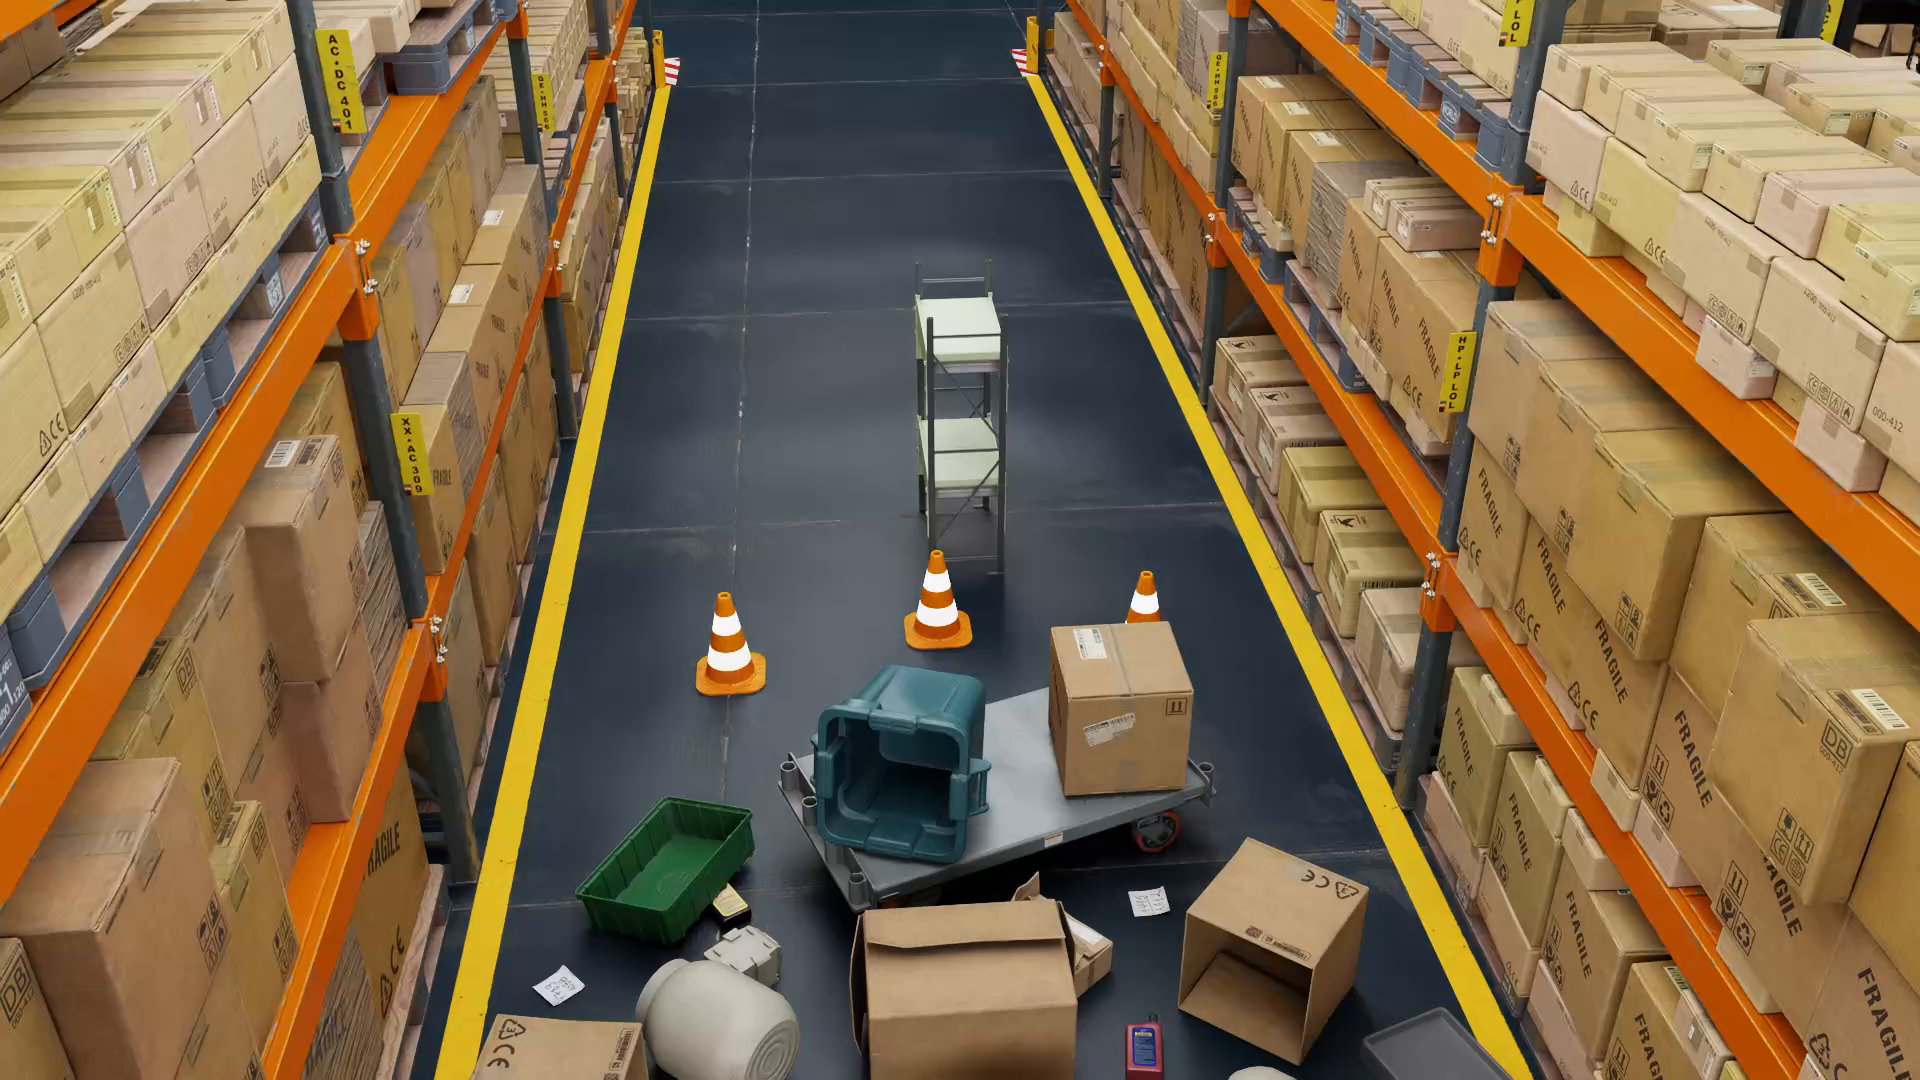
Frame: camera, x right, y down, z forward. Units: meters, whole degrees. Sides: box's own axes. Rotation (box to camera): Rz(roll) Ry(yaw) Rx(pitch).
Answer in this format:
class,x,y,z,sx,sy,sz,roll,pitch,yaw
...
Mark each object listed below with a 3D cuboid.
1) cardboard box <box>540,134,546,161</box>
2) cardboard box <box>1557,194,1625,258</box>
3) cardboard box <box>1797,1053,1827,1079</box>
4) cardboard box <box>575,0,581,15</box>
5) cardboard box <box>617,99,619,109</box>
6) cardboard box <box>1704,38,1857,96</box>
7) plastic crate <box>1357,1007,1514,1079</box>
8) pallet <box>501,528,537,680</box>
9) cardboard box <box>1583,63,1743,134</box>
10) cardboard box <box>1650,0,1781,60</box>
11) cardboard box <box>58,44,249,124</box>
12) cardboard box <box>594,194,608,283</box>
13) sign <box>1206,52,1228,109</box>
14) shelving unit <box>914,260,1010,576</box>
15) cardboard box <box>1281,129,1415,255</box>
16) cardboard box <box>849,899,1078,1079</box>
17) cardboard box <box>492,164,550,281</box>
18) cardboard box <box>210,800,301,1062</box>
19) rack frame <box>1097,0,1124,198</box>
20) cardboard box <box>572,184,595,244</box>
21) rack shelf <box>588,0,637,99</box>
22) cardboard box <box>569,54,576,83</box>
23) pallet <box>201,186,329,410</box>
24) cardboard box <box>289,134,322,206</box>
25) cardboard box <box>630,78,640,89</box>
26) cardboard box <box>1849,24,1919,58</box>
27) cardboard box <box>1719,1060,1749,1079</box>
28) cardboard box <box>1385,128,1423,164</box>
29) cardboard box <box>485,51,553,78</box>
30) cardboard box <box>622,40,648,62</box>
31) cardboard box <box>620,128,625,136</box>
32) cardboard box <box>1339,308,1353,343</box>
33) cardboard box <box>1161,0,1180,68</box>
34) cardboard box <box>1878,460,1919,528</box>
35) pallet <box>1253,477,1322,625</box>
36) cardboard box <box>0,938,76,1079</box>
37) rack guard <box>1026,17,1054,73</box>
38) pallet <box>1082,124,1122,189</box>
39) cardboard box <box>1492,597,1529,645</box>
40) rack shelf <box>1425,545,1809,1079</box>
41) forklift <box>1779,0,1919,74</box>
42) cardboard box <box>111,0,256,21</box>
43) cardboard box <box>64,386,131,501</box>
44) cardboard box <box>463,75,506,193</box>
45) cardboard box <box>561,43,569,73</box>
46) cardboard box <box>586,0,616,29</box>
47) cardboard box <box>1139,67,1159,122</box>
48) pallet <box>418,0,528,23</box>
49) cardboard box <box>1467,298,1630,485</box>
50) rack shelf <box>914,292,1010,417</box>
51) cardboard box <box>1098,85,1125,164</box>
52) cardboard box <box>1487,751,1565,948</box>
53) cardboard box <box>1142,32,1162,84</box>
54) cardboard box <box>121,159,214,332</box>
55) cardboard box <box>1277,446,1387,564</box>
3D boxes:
class,x,y,z,sx,sy,sz,roll,pitch,yaw
cardboard box,-2.738,-2.360,10.111,0.380,0.149,0.250,-1,31,-2
cardboard box,2.171,-1.031,5.371,0.380,0.149,0.250,-3,31,-5
cardboard box,2.355,1.425,4.184,0.380,0.149,0.250,-2,31,-4
cardboard box,-2.989,-3.949,12.192,0.380,0.149,0.250,-4,31,-6
cardboard box,-3.159,-3.754,14.400,0.380,0.149,0.250,-4,31,-6
cardboard box,2.667,-1.529,5.428,0.380,0.149,0.250,-2,31,-4
plastic crate,1.750,1.936,5.931,0.402,0.080,0.583,-14,33,-22
pallet,-2.763,0.313,8.521,1.003,0.211,1.213,-3,31,-5
cardboard box,2.178,-1.373,5.166,0.380,0.149,0.250,-2,31,-3
cardboard box,2.765,-1.880,6.283,0.500,0.250,0.500,-4,31,-6
cardboard box,-2.101,-1.187,4.347,0.380,0.149,0.250,-3,31,-5
cardboard box,-2.835,-2.172,11.988,0.500,0.500,0.500,-3,31,-6
sign,1.494,-2.670,9.665,0.100,0.325,0.005,-3,31,-5
shelving unit,0.001,-0.640,8.860,0.431,1.500,0.755,-3,31,-5
cardboard box,1.970,-1.774,8.498,0.500,0.500,0.500,-2,31,-4
cardboard box,0.013,1.645,5.874,0.797,0.637,0.503,-3,31,-5
cardboard box,-2.563,-1.738,9.137,0.500,0.500,0.500,-3,31,-5
cardboard box,-2.296,1.080,4.370,0.875,0.550,0.500,-3,31,-5
rack frame,1.673,-4.243,13.428,1.000,3.000,0.127,-3,31,-5
cardboard box,-2.777,-2.217,11.333,0.500,0.250,0.500,-3,31,-4
rack shelf,-3.433,-4.666,14.839,1.077,0.370,4.000,-3,31,-5
cardboard box,-2.911,-3.304,11.691,0.380,0.149,0.250,-4,31,-7
pallet,-2.433,-0.701,4.660,1.003,0.211,1.213,-3,31,-5
cardboard box,-2.146,-1.102,4.983,0.380,0.149,0.250,-3,31,-5
cardboard box,-3.170,-4.164,15.377,0.380,0.149,0.250,-1,31,-2
cardboard box,6.651,-3.490,11.657,0.797,0.503,0.637,-3,31,-6
cardboard box,2.338,1.574,4.597,0.380,0.149,0.250,-2,31,-4
cardboard box,2.473,-1.812,8.561,0.500,0.500,0.500,-5,31,-8
cardboard box,-2.820,-3.021,10.638,0.380,0.149,0.250,-1,31,-2
cardboard box,-3.201,-4.693,15.972,0.380,0.149,0.250,-3,31,-6
cardboard box,-3.134,-3.499,14.554,0.380,0.149,0.250,-3,31,-6
cardboard box,2.016,-1.002,7.838,0.380,0.149,0.250,-3,31,-5
cardboard box,1.642,-3.440,11.011,0.500,0.500,0.500,-3,31,-5
cardboard box,2.390,-0.120,3.846,0.380,0.149,0.250,-4,31,-6
pallet,2.229,0.017,9.016,1.003,0.211,1.213,-3,31,-5
cardboard box,-2.264,1.177,3.155,0.875,0.550,0.550,-3,31,-5
rack guard,1.297,-5.224,17.509,1.175,0.500,0.348,-3,31,-5
pallet,1.679,-3.438,14.800,1.003,0.211,1.213,-3,31,-5
cardboard box,2.205,0.252,6.148,0.380,0.149,0.250,-2,31,-3
rack shelf,2.607,1.171,5.065,1.077,0.370,4.000,-3,31,-5
forklift,4.622,-1.188,8.381,1.130,2.935,3.031,-3,31,-4
cardboard box,-2.833,-1.936,6.281,0.500,0.250,0.500,-3,31,-5
cardboard box,-1.980,-0.195,3.465,0.380,0.149,0.250,-2,31,-4
cardboard box,-2.841,-2.154,8.859,0.700,0.500,0.500,-3,31,-5
cardboard box,-2.886,-3.288,11.375,0.380,0.149,0.250,-3,31,-4
cardboard box,-3.042,-4.390,13.286,0.500,0.500,0.500,-3,31,-5
cardboard box,1.570,-3.159,11.760,0.500,0.250,0.500,-3,31,-5
pallet,-2.760,-2.792,8.259,1.213,0.211,1.003,-1,31,-2
cardboard box,2.245,-0.523,5.838,0.700,0.500,0.500,-3,31,-5
rack shelf,0.001,-0.976,8.660,0.431,0.370,0.720,-3,31,-5
cardboard box,1.721,-3.649,14.523,0.875,0.438,0.875,-3,31,-5
cardboard box,2.268,1.107,6.013,0.500,0.500,0.500,-2,31,-3
cardboard box,1.580,-3.373,11.631,0.500,0.250,0.500,-4,31,-6
cardboard box,-2.106,-0.691,3.907,0.500,0.250,0.500,-3,31,-5
cardboard box,2.231,-0.200,8.813,0.950,0.372,0.625,-2,31,-3
